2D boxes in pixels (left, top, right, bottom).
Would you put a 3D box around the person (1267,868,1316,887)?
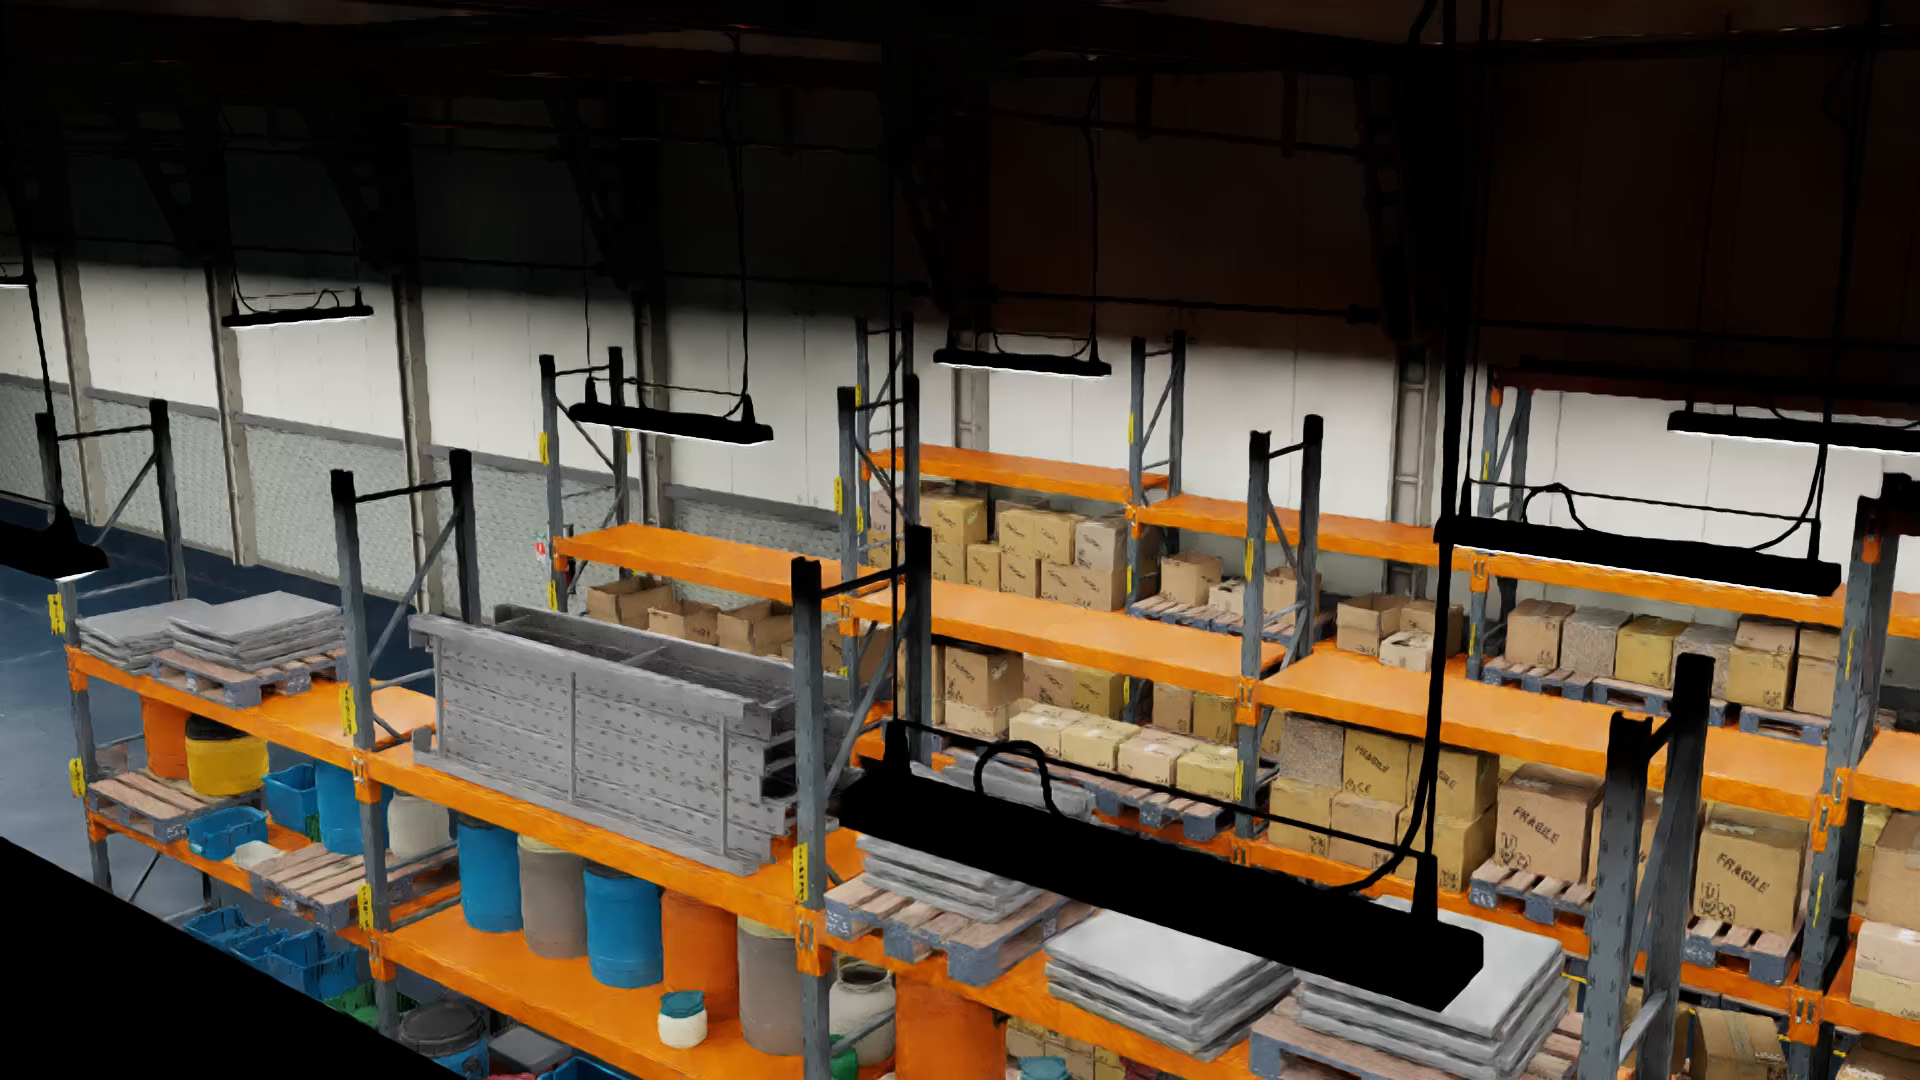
[{"bbox_3d":[3.342,3.436,16.737,1.029,1.664,0.538,7,15,28],"label":"person"}]
